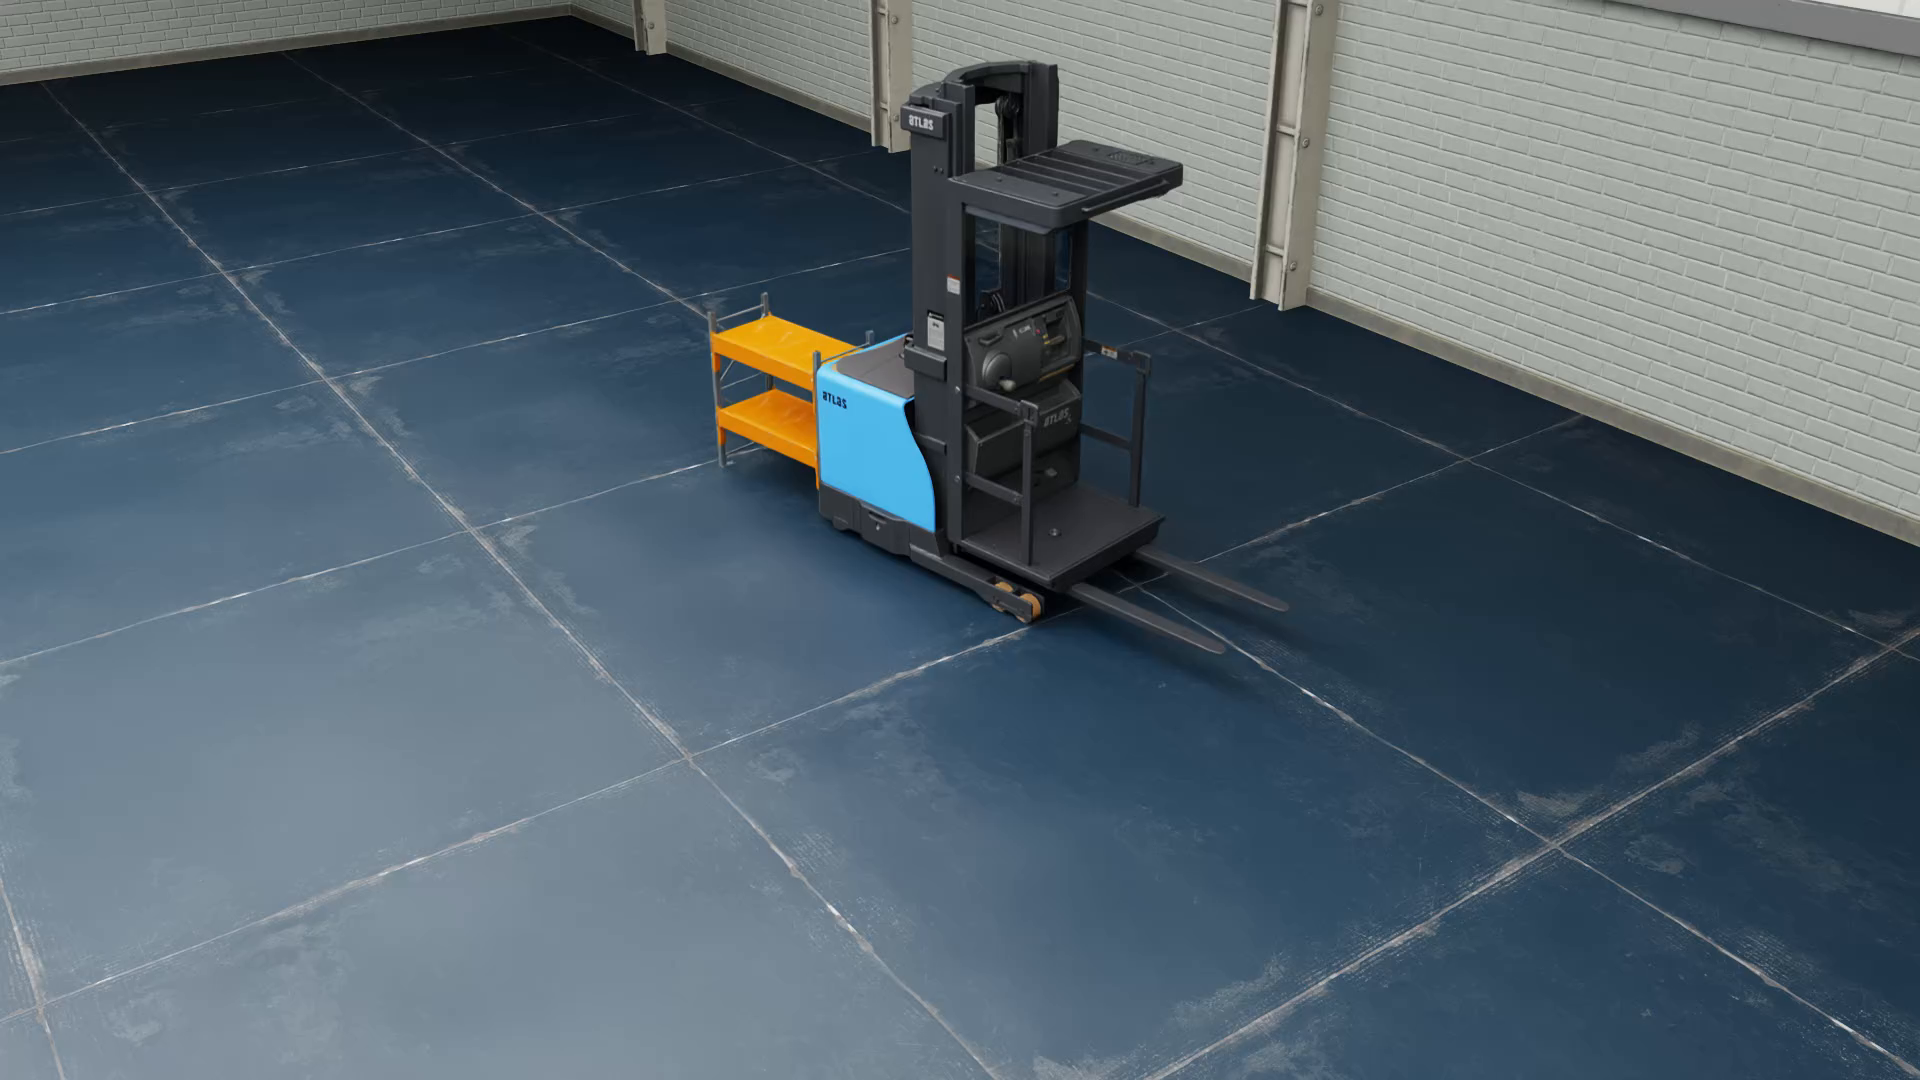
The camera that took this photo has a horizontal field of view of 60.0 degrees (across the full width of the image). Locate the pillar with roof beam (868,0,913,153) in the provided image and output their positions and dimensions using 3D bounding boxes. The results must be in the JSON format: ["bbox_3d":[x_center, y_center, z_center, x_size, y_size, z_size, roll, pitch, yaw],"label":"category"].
[{"bbox_3d":[-4.258,-7.146,14.205,9.100,9.000,0.400,-19,34,-31],"label":"pillar with roof beam"}]

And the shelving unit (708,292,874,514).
[{"bbox_3d":[-1.098,-0.914,10.982,1.048,1.125,0.538,24,37,37],"label":"shelving unit"}]

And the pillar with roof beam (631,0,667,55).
[{"bbox_3d":[-7.738,-9.478,18.500,9.100,9.000,0.400,-19,34,-31],"label":"pillar with roof beam"}]

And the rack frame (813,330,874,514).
[{"bbox_3d":[-0.728,-0.748,10.676,0.032,1.125,0.500,24,37,37],"label":"rack frame"}]

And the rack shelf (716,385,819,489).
[{"bbox_3d":[-1.098,-0.699,11.098,1.000,0.278,0.538,24,37,37],"label":"rack shelf"}]

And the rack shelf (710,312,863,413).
[{"bbox_3d":[-1.098,-1.172,10.842,1.000,0.278,0.538,24,37,37],"label":"rack shelf"}]

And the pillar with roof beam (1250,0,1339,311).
[{"bbox_3d":[-0.778,-4.813,9.910,9.100,9.000,0.400,-19,34,-31],"label":"pillar with roof beam"}]

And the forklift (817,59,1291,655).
[{"bbox_3d":[0.524,-1.092,9.416,3.031,2.935,1.130,24,37,37],"label":"forklift"}]

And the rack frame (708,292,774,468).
[{"bbox_3d":[-1.469,-1.080,11.287,0.032,1.125,0.500,24,37,37],"label":"rack frame"}]
